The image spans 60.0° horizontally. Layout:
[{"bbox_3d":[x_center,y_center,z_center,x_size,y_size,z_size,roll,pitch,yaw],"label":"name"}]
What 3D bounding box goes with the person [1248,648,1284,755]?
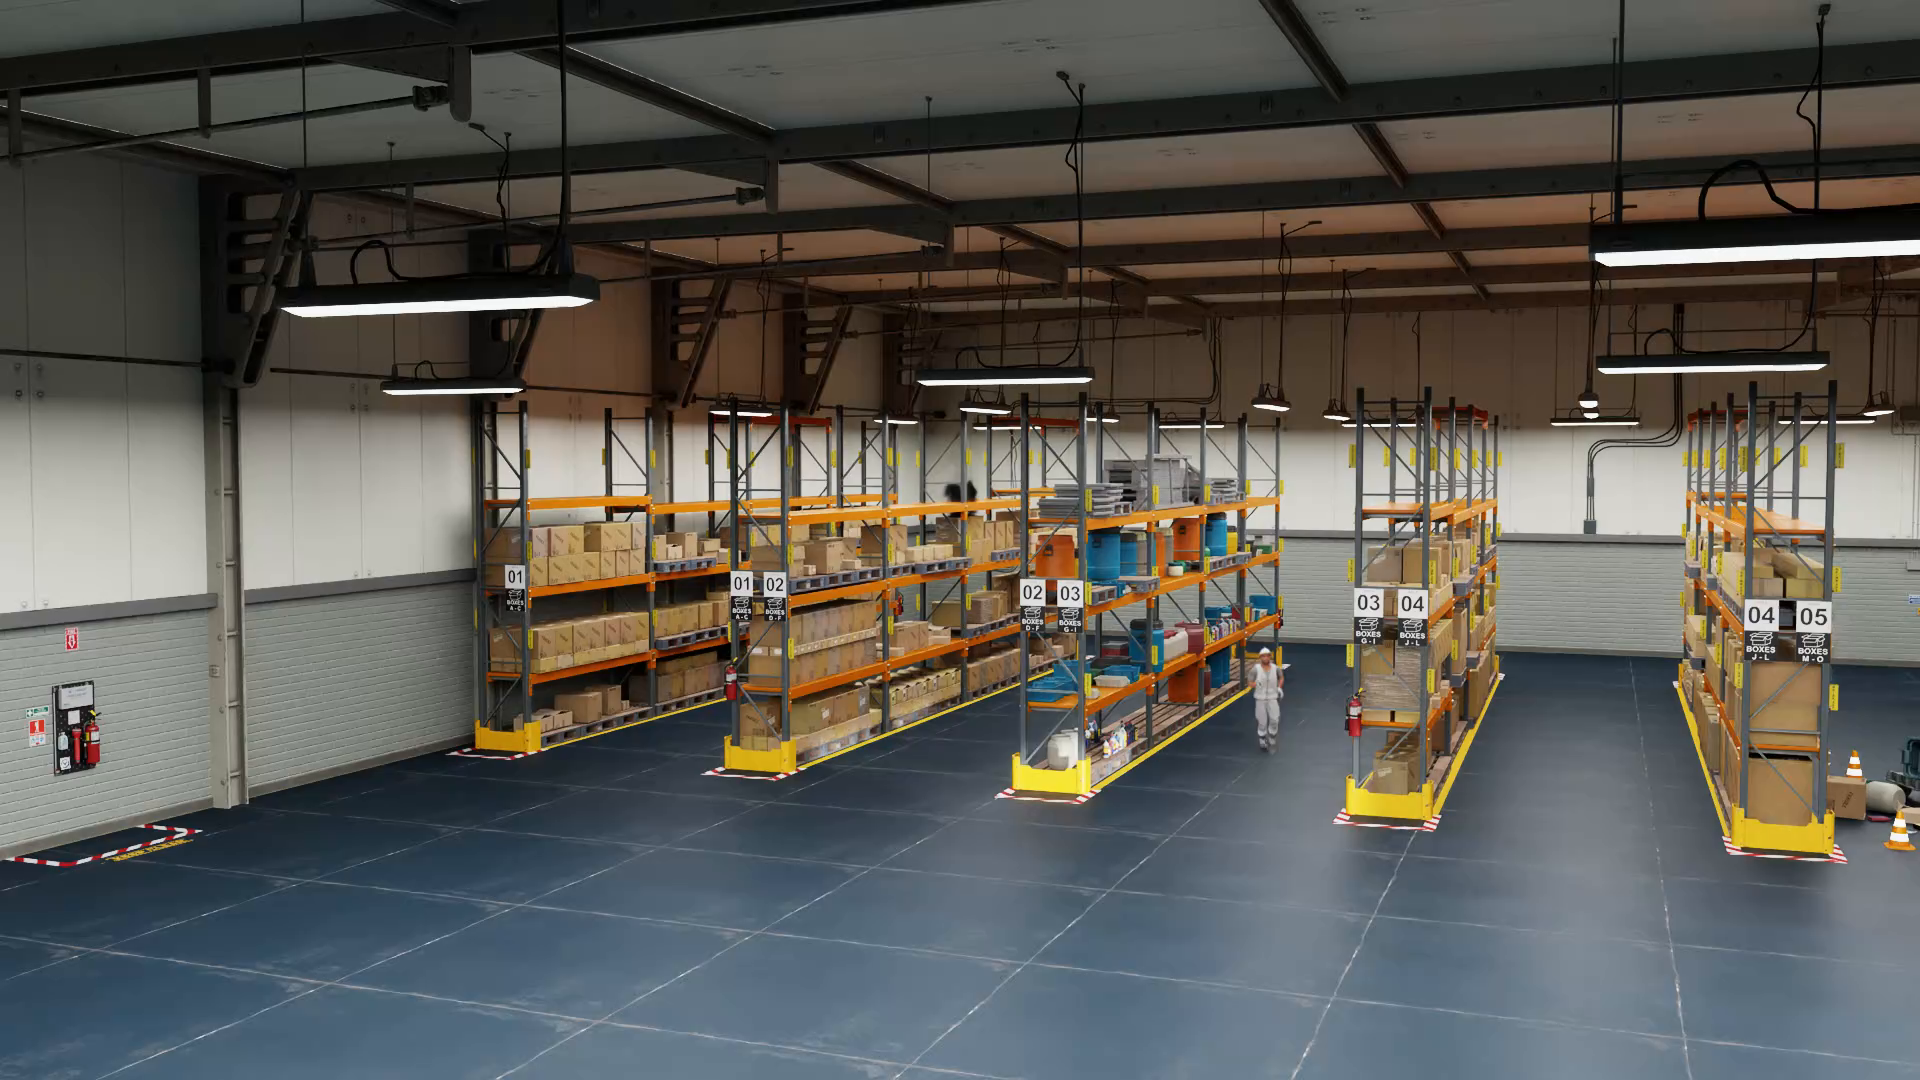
[{"bbox_3d":[5.208,2.742,28.247,0.628,1.814,0.725,0,3,5],"label":"person"}]
